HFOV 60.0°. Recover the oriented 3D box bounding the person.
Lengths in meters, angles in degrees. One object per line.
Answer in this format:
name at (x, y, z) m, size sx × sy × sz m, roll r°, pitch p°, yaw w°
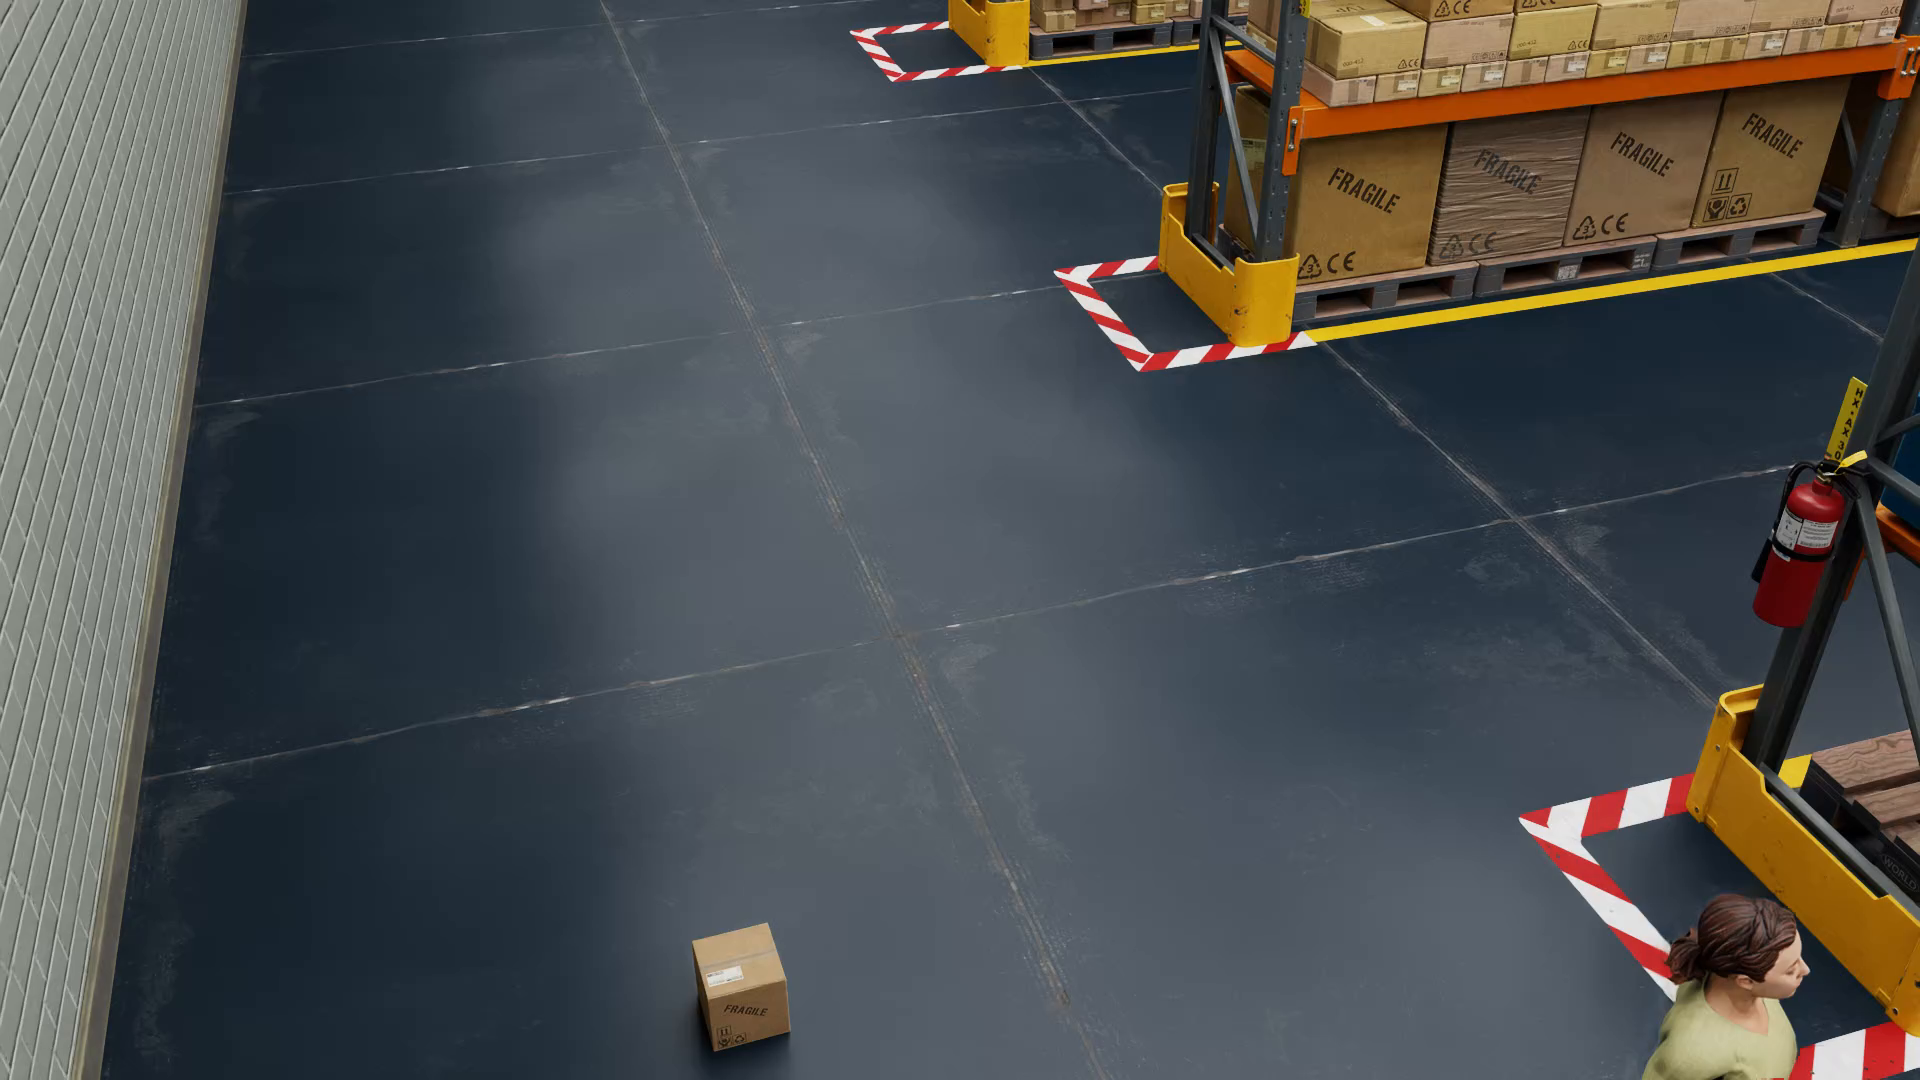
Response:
person at (1.802, 1.458, 3.985) m, size 1.020 × 1.614 × 0.466 m, roll 17°, pitch 38°, yaw 24°
